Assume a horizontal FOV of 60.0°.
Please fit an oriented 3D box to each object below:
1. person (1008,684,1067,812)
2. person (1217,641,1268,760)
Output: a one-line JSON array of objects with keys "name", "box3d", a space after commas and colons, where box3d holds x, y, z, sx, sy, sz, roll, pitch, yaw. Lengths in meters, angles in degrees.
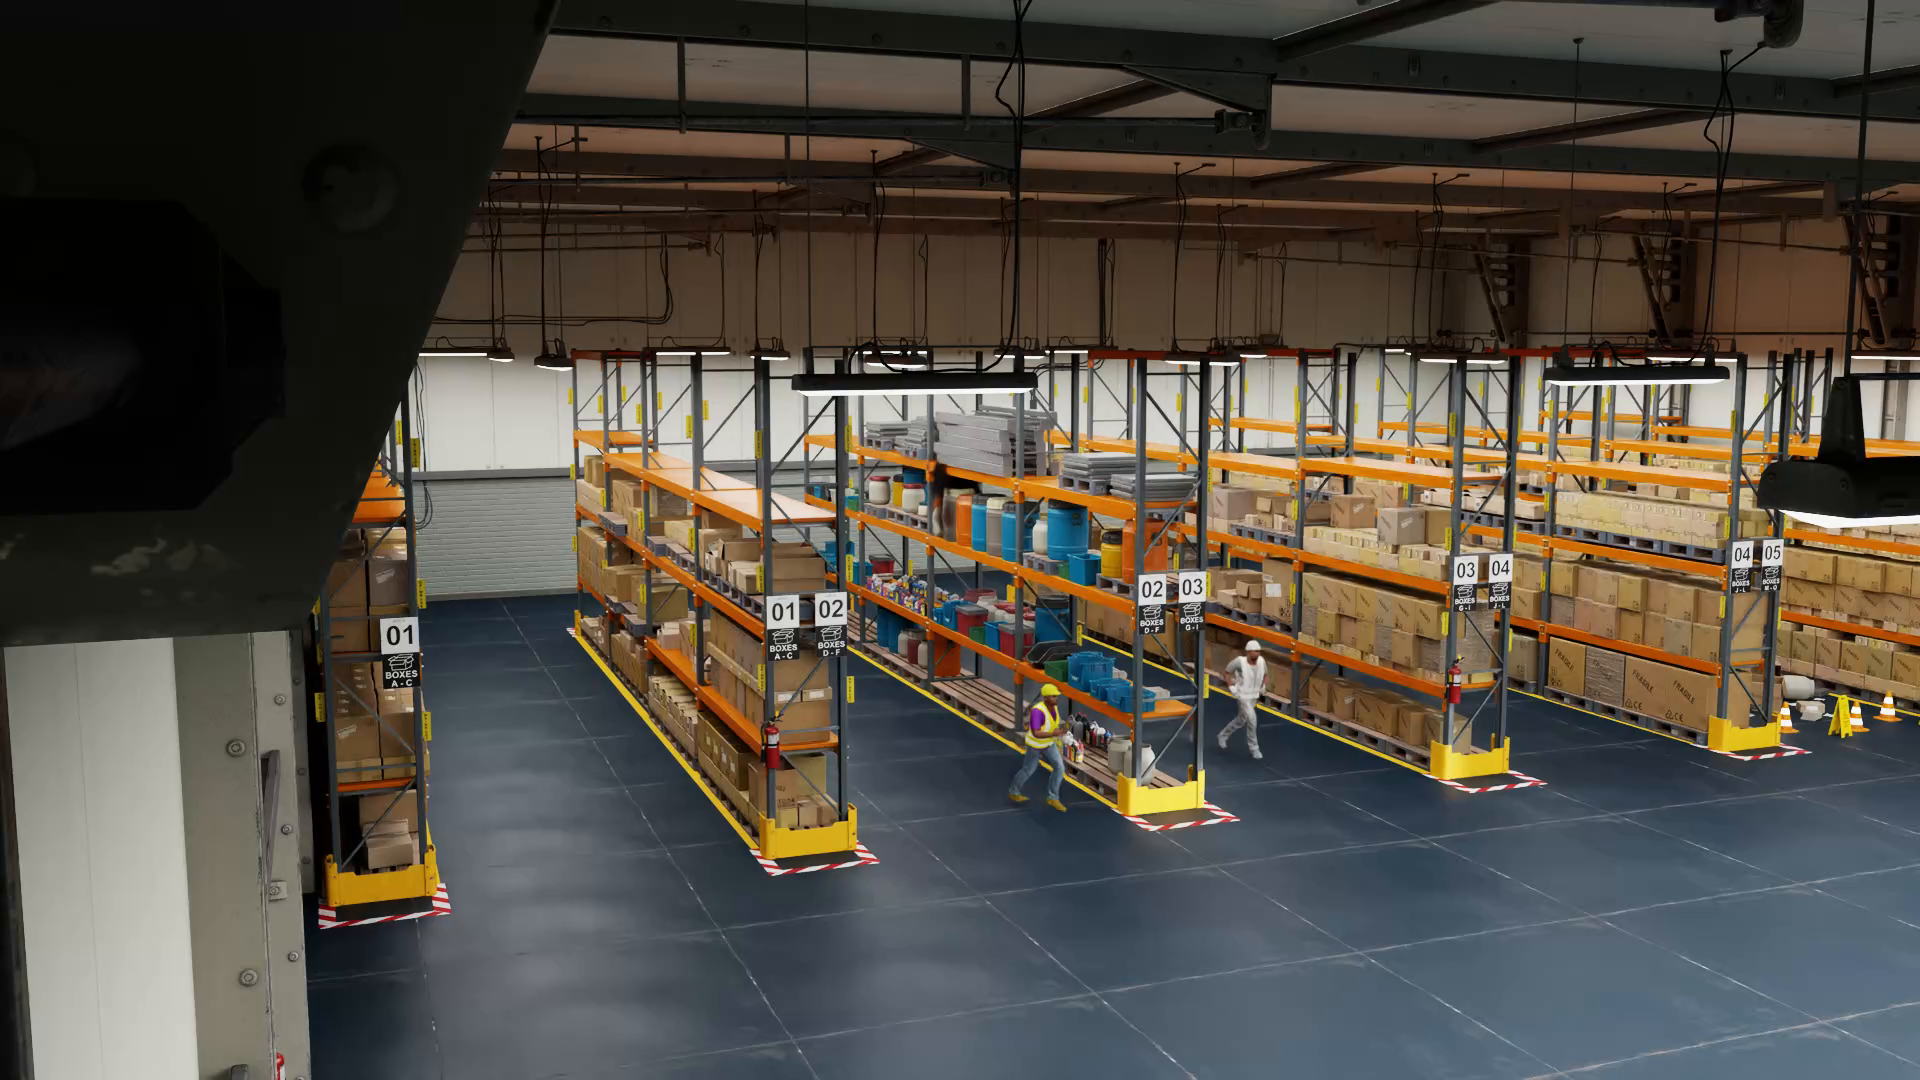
[{"name": "person", "box3d": [1.085, 2.739, 22.101, 0.992, 1.735, 0.721, 6, 9, 41]}, {"name": "person", "box3d": [4.265, 2.351, 25.030, 0.644, 1.763, 0.857, -5, 9, -36]}]
